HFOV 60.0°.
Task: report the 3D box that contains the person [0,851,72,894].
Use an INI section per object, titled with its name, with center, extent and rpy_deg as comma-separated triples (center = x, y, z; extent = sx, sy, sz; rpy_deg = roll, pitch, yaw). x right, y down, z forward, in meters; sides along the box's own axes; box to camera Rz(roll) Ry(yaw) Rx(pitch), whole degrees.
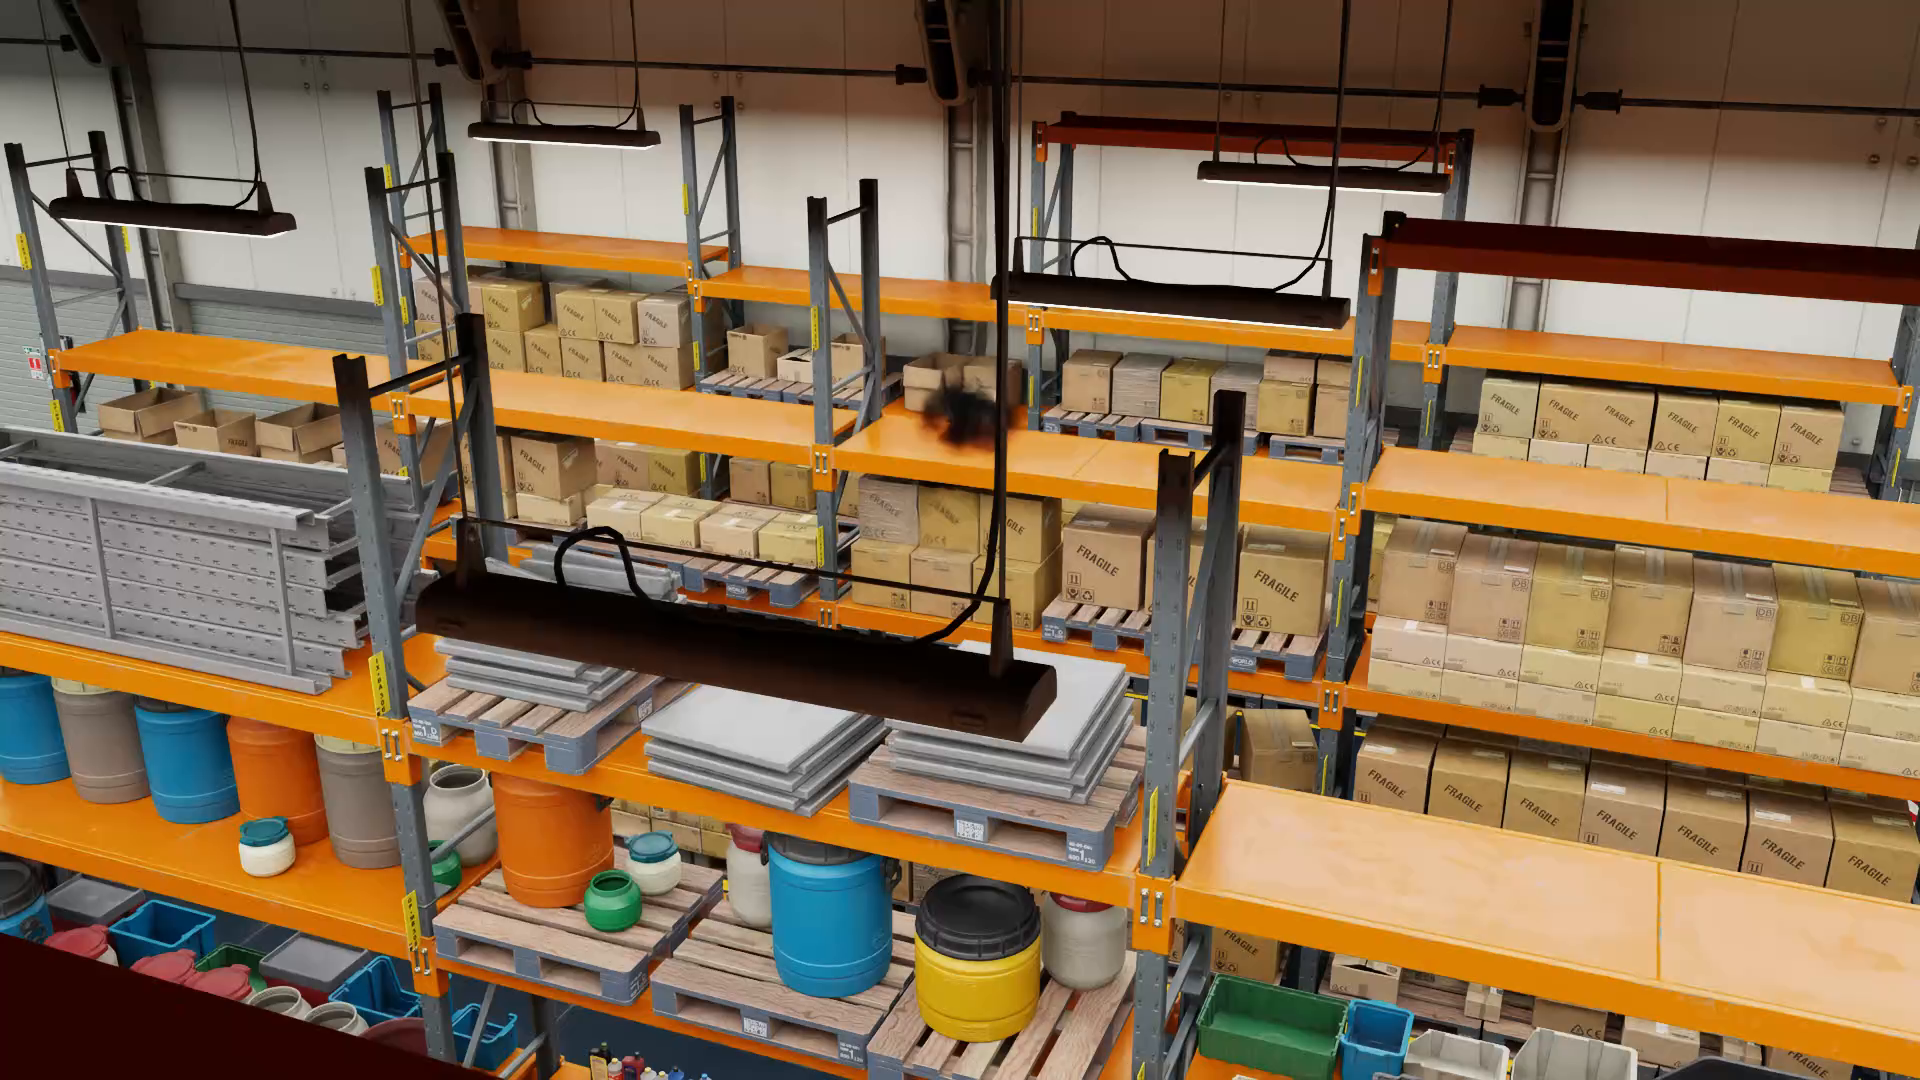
[person]
center = -7.442, 2.598, 13.246
extent = 0.982, 1.651, 0.748
rpy_deg = 16, 26, 36
